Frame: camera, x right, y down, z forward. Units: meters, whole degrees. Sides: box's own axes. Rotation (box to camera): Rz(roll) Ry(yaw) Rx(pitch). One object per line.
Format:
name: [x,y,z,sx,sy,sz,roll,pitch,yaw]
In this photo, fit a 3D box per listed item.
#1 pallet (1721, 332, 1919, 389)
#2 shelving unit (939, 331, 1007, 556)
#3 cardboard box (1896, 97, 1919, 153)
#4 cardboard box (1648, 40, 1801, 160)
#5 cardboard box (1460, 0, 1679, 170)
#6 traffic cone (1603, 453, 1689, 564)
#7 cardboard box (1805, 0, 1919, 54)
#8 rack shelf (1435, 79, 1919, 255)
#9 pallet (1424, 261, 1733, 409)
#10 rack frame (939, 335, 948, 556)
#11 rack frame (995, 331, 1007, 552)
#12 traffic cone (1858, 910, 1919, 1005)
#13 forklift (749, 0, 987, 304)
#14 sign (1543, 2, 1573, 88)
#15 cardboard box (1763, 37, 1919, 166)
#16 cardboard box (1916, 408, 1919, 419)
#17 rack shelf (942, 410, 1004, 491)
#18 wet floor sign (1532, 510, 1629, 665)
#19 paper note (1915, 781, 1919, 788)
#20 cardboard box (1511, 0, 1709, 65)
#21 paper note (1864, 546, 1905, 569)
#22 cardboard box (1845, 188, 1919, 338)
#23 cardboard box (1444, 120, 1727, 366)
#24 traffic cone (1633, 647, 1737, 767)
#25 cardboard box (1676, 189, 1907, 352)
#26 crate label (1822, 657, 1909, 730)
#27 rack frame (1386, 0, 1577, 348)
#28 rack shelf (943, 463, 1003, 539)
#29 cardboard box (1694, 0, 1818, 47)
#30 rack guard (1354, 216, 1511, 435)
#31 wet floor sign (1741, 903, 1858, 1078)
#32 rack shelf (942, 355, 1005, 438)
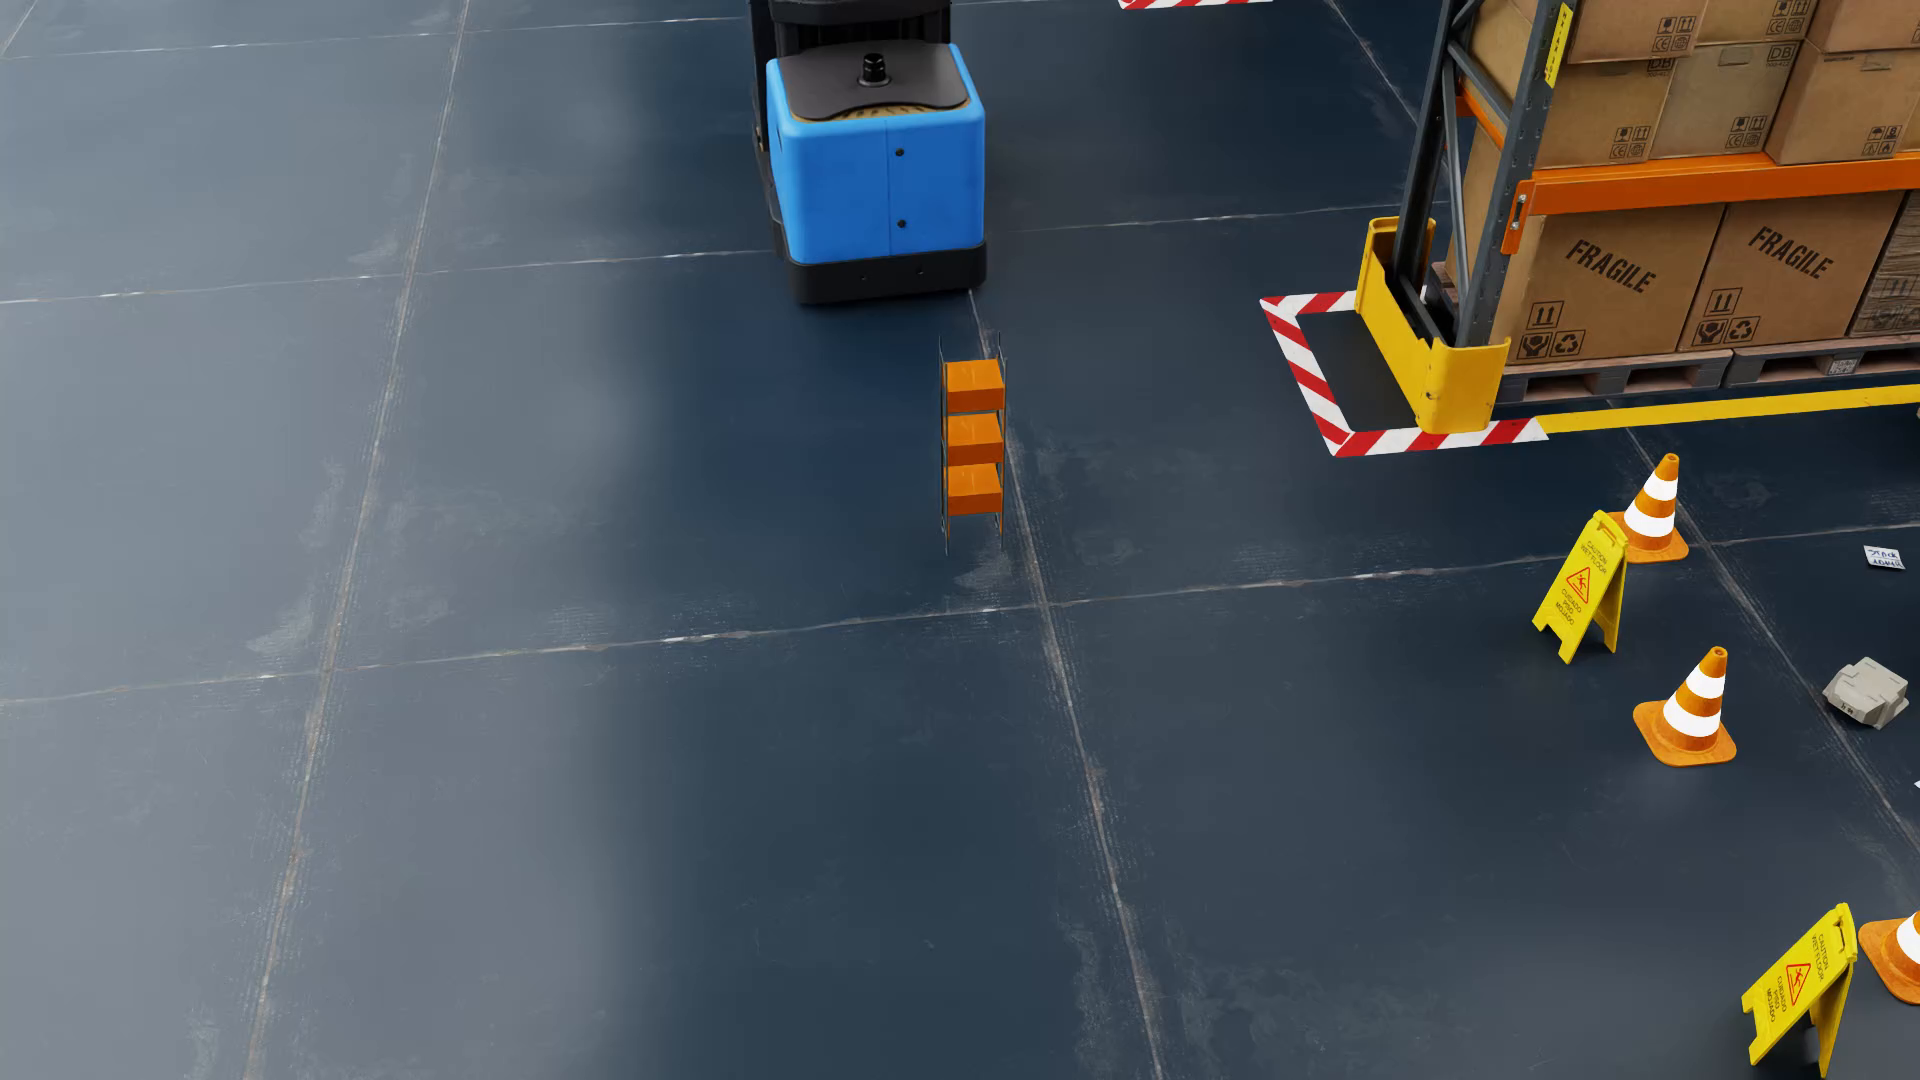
pallet: [4.347,-1.212,8.651,1.213,0.211,1.003,-5,42,-6]
shelving unit: [0.053,-0.394,7.119,0.252,1.050,0.215,-5,42,-6]
cardboard box: [4.354,-2.241,7.598,0.500,0.550,0.875,-5,42,-6]
cardboard box: [3.262,-2.202,7.555,0.550,0.550,0.875,-5,42,-6]
cardboard box: [2.720,-2.140,7.486,0.550,0.550,0.875,-5,42,-6]
traffic cone: [3.068,-0.183,7.323,0.334,0.463,0.336,-5,42,-6]
cardboard box: [3.837,-2.553,7.137,0.550,0.550,0.875,-5,42,-6]
rack shelf: [4.341,-1.929,7.901,4.000,0.370,1.077,-5,42,-6]
pallet: [3.140,-1.108,8.536,1.213,0.211,1.003,-5,42,-6]
rack frame: [-0.068,-0.384,7.107,0.008,1.050,0.200,-5,42,-6]
rack frame: [0.174,-0.405,7.130,0.008,1.050,0.200,-5,42,-6]
traffic cone: [3.359,1.305,5.673,0.334,0.463,0.336,-5,42,-6]
forklift: [-0.642,-3.323,8.961,1.130,2.935,3.031,-7,43,-8]
sign: [2.424,-2.004,6.742,0.005,0.325,0.100,-5,42,-6]
cardboard box: [3.834,-2.167,7.517,0.550,0.550,0.875,-5,42,-6]
cardboard box: [4.918,-0.626,7.784,0.500,0.500,0.500,2,42,2]
rack shelf: [0.053,-0.387,7.126,0.240,0.259,0.215,-5,42,-6]
wet floor sign: [2.586,0.170,6.795,0.232,0.644,0.267,-12,43,-13]
paper note: [3.779,0.955,6.383,0.142,0.019,0.148,-19,45,-20]
cardboard box: [2.730,-2.485,7.063,0.550,0.550,0.875,-5,42,-6]
paper note: [4.091,0.076,7.359,0.142,0.017,0.144,8,43,9]
cardboard box: [4.798,-1.647,8.325,0.875,0.875,0.875,-5,42,-5]
cardboard box: [3.021,-1.492,8.152,0.875,0.875,0.875,-5,42,-5]
traffic cone: [2.878,0.597,6.458,0.334,0.463,0.336,-5,42,-6]
cardboard box: [3.894,-1.570,8.238,0.875,0.875,0.875,-6,42,-6]
crate label: [3.649,0.609,6.688,0.298,0.136,0.250,-27,49,-27]
rack frame: [2.358,-2.022,7.467,0.127,3.000,1.000,-5,42,-6]
rack shelf: [0.053,-0.180,7.312,0.240,0.259,0.215,-5,42,-6]
cardboard box: [3.264,-2.594,7.183,0.550,0.550,0.875,-5,42,-6]
rack guard: [2.334,-1.092,8.302,0.348,0.500,1.175,-5,42,-6]
wet floor sign: [2.772,1.437,5.390,0.232,0.644,0.267,8,43,9]
rack shelf: [0.053,-0.597,6.936,0.240,0.259,0.215,-5,42,-6]
